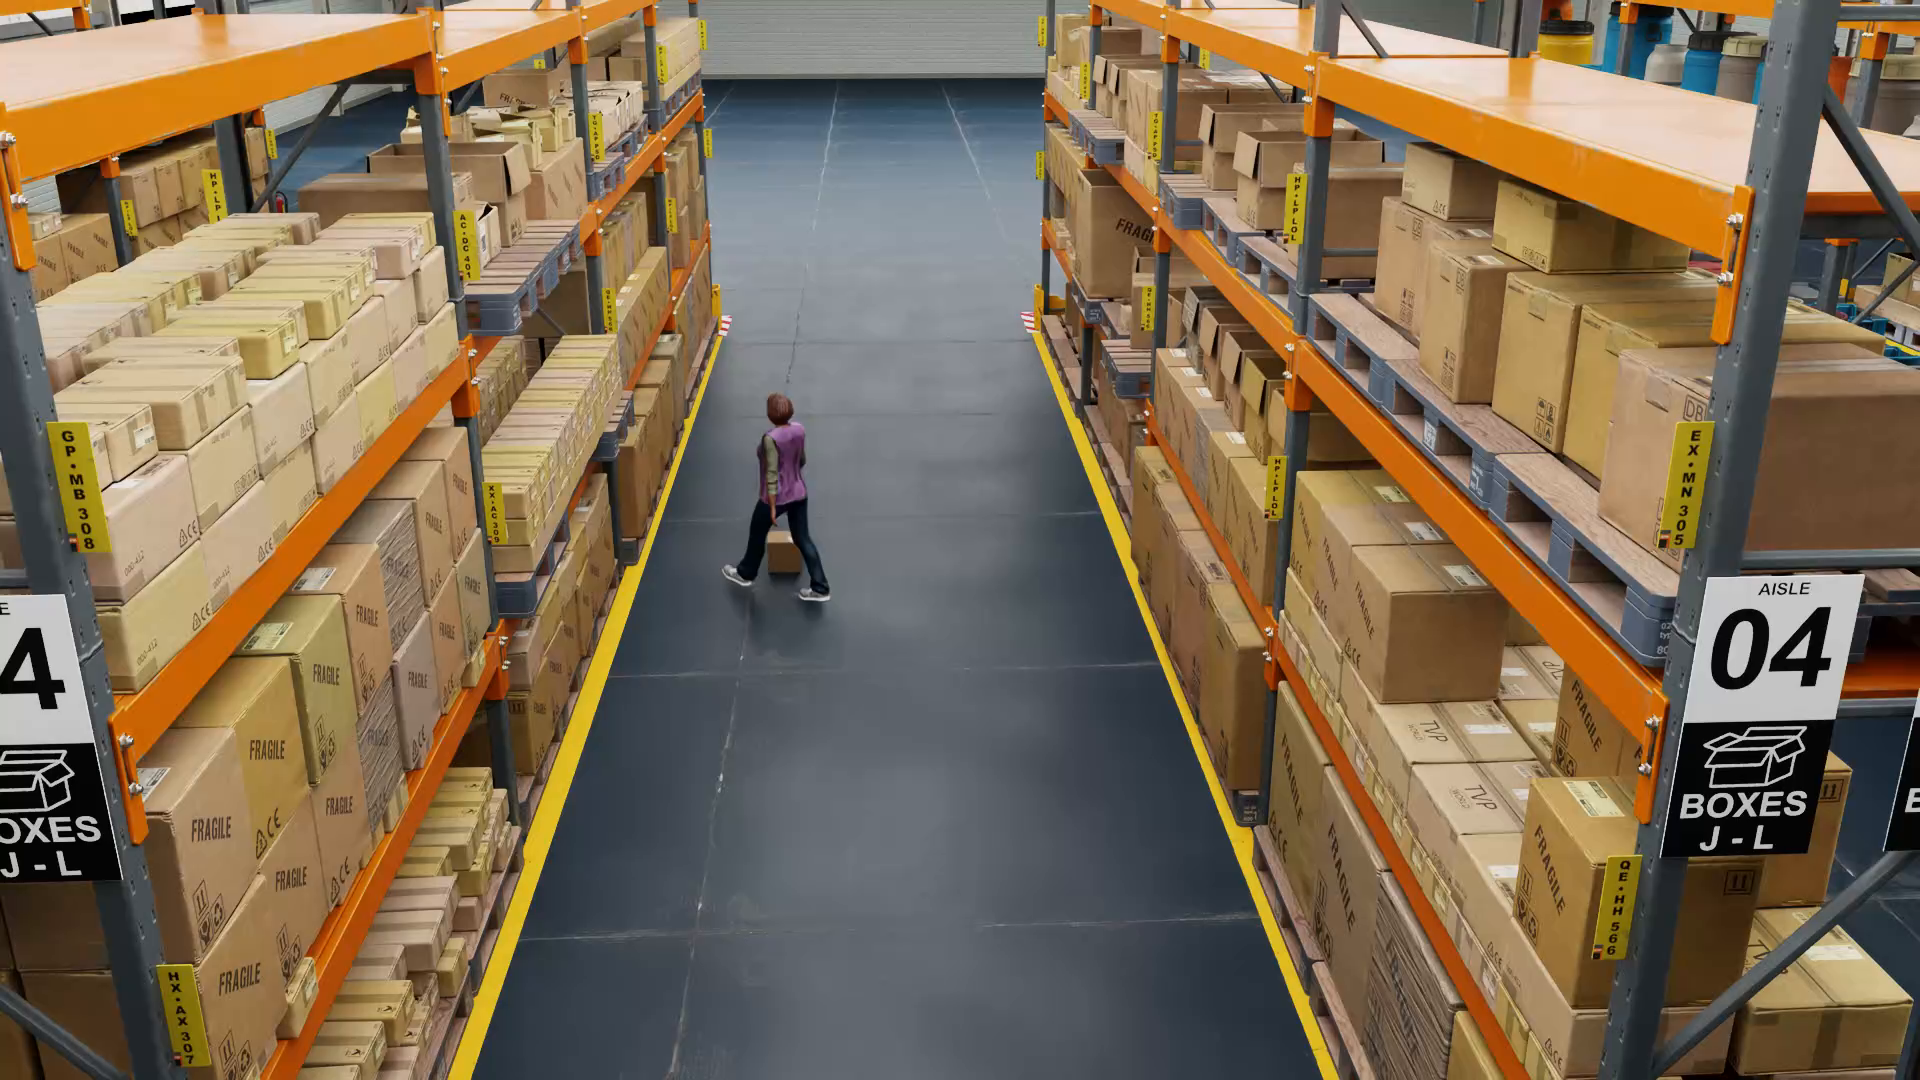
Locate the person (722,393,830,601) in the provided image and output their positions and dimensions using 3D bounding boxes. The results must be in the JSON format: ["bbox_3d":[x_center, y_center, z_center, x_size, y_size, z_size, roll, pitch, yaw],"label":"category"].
[{"bbox_3d":[-1.337,-0.343,12.026,0.922,1.550,0.446,19,28,41],"label":"person"}]
